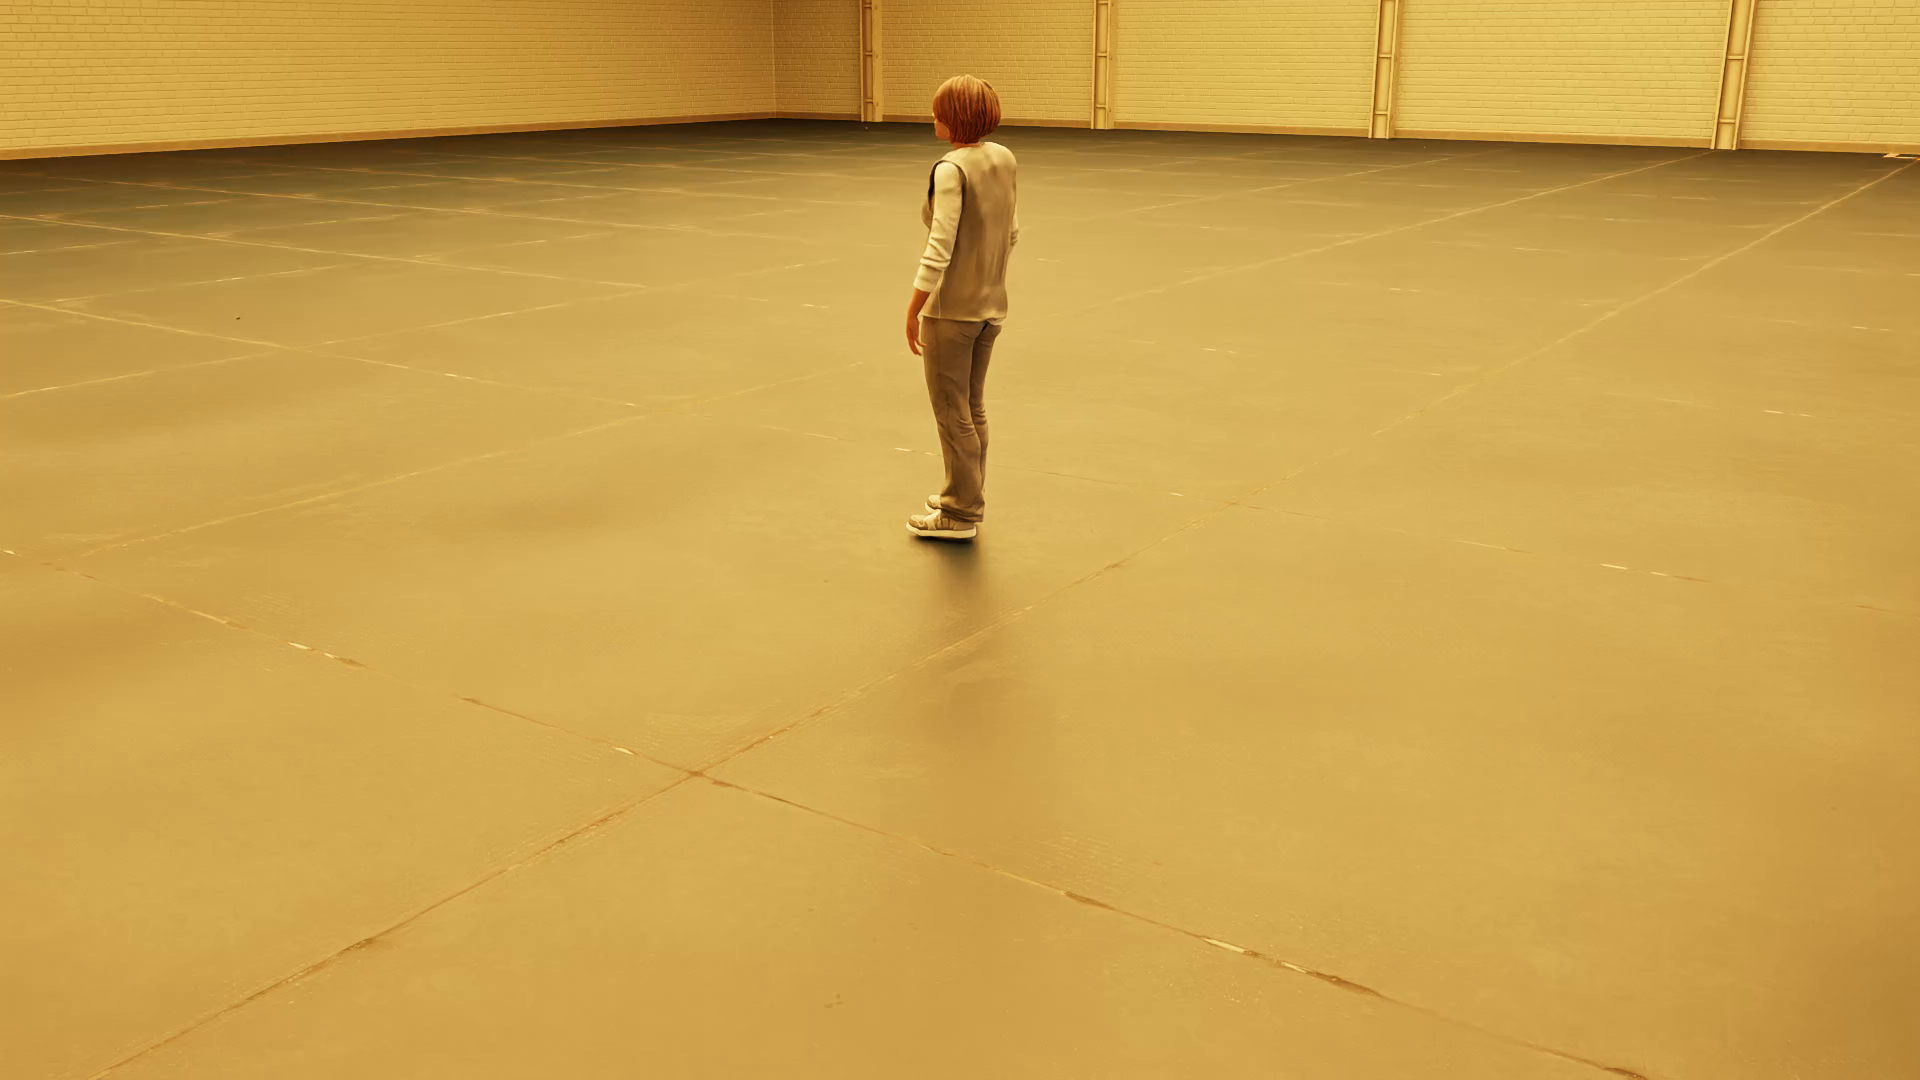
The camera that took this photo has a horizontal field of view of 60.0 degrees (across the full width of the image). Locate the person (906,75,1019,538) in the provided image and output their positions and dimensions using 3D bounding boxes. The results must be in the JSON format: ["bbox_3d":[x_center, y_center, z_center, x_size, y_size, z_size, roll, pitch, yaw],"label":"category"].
[{"bbox_3d":[-0.054,-0.787,5.769,0.473,1.599,0.521,11,20,33],"label":"person"}]
